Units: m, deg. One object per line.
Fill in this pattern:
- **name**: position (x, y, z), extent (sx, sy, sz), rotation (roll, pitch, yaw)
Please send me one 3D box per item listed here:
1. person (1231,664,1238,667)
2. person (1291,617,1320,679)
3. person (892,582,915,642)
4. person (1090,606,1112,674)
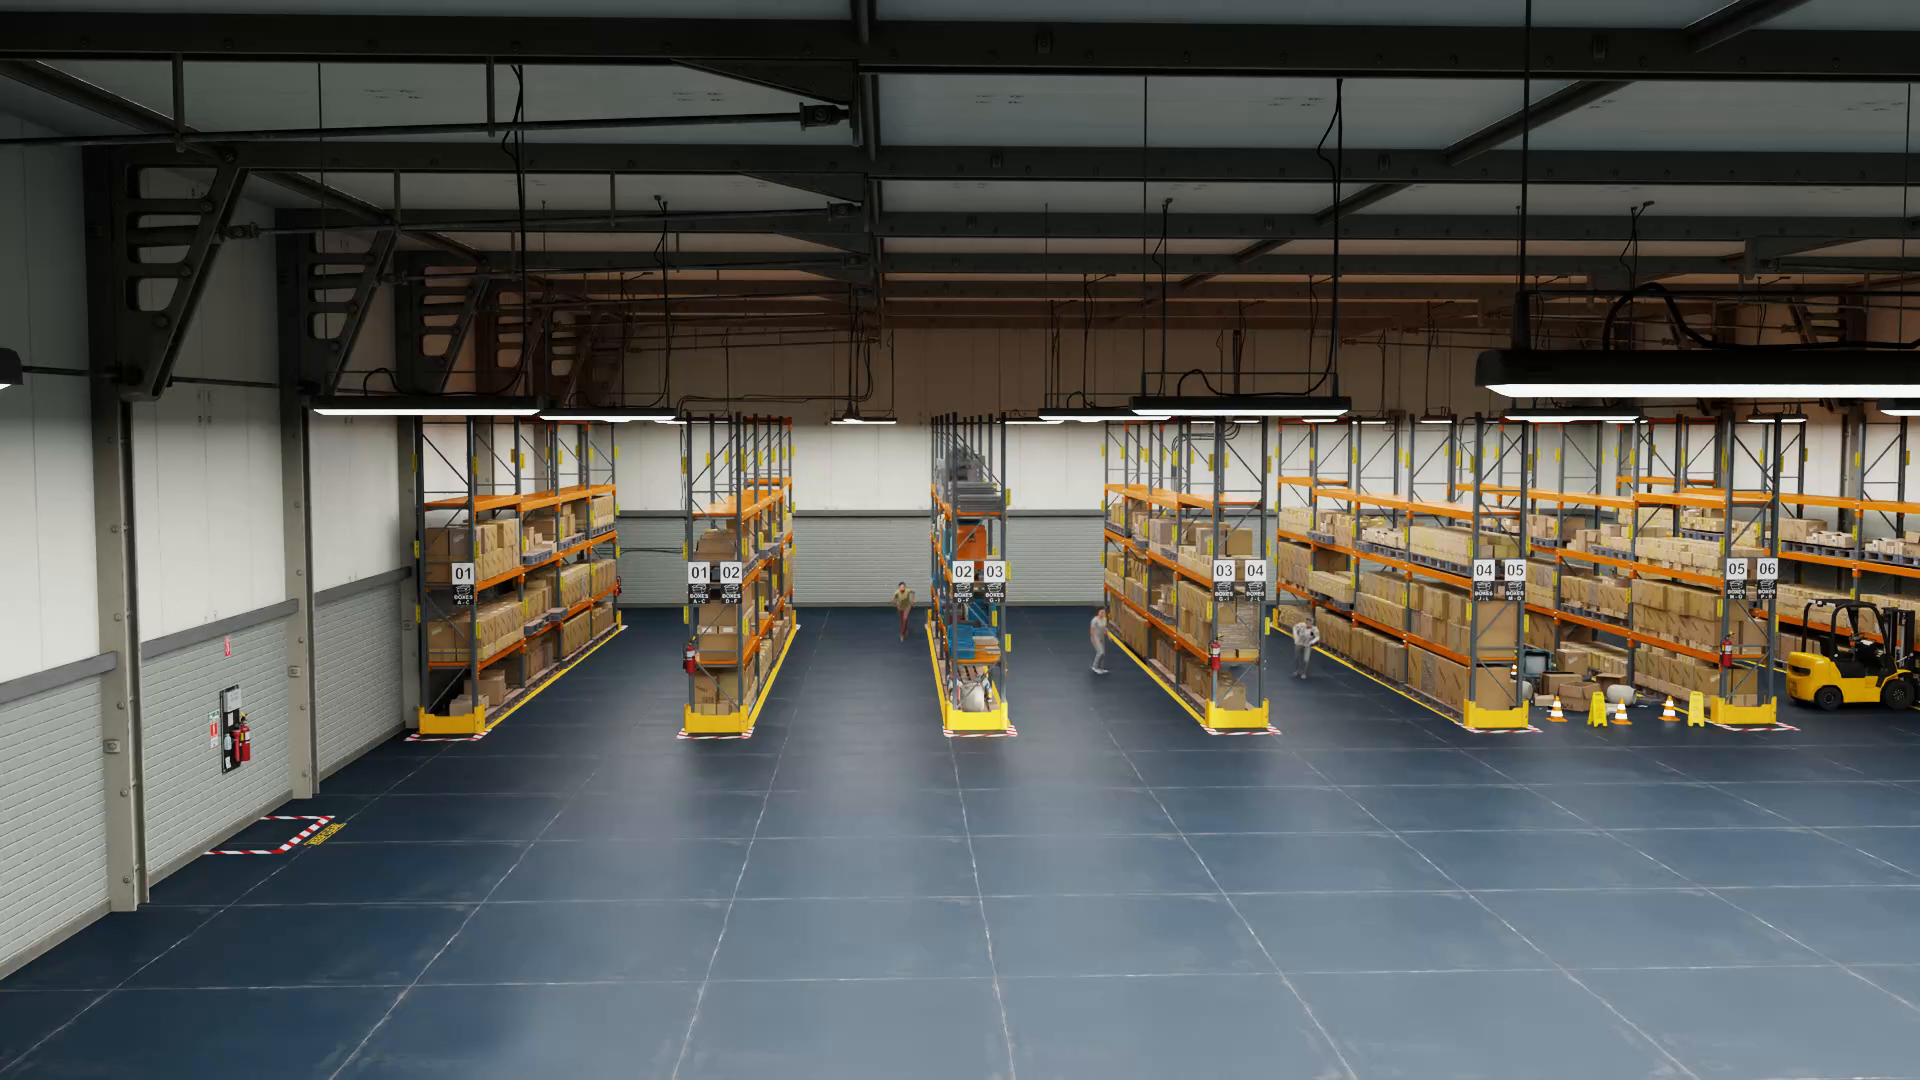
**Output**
- **person**: position (6.595, 2.244, 39.436), extent (0.693, 1.595, 0.799), rotation (1, 4, 10)
- **person**: position (7.876, 2.441, 37.925), extent (0.647, 1.462, 0.881), rotation (1, 4, 16)
- **person**: position (-1.504, 1.905, 44.799), extent (0.614, 1.629, 0.951), rotation (0, 4, 4)
- **person**: position (3.209, 2.305, 38.534), extent (0.571, 1.614, 0.543), rotation (-3, 5, -41)
